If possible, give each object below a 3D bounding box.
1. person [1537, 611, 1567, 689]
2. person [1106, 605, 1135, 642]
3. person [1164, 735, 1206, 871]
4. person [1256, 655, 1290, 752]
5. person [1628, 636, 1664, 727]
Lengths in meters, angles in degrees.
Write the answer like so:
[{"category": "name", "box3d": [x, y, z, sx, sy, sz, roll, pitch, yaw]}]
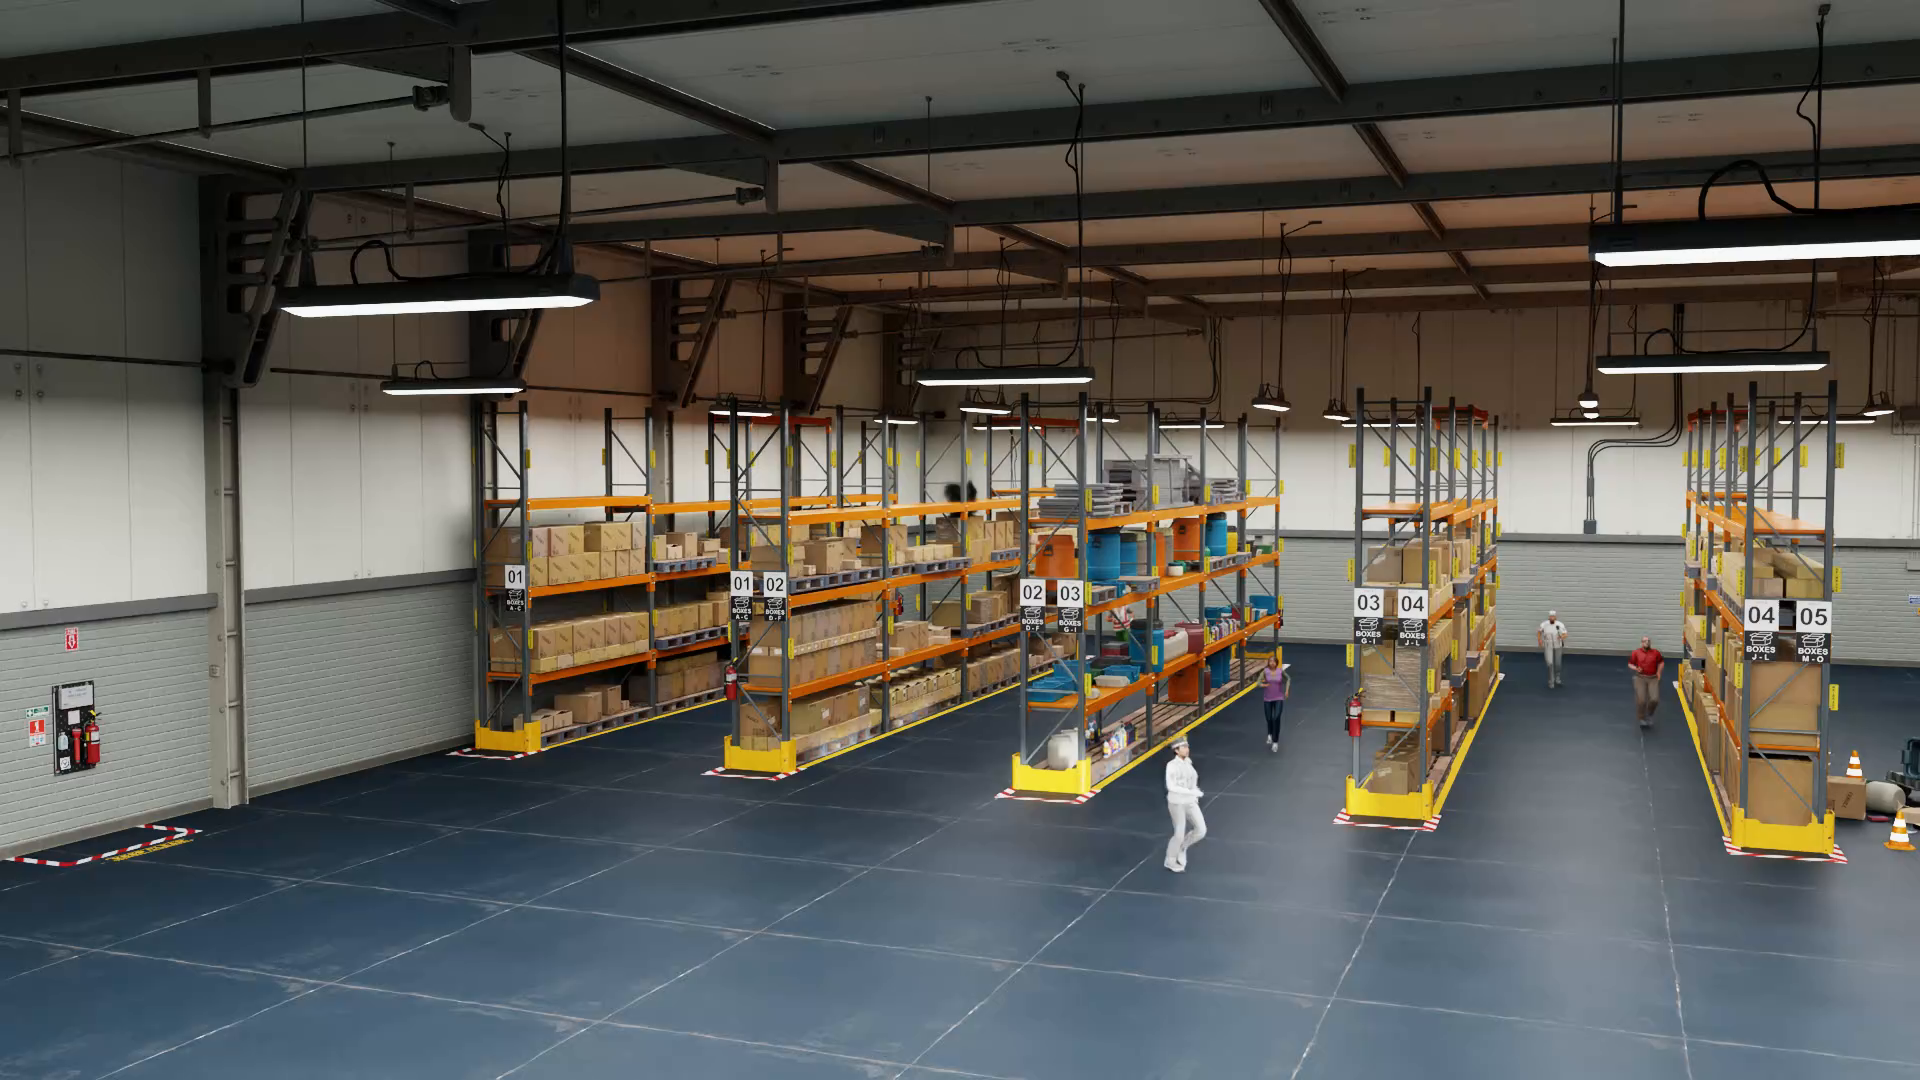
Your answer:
[{"category": "person", "box3d": [13.042, 2.406, 36.611, 0.609, 1.721, 0.757, 1, 3, 13]}, {"category": "person", "box3d": [3.838, 2.160, 39.956, 0.667, 1.764, 0.960, 1, 3, 14]}, {"category": "person", "box3d": [2.730, 3.184, 20.104, 0.595, 1.660, 0.584, -3, 4, -44]}, {"category": "person", "box3d": [5.401, 2.789, 28.712, 0.565, 1.631, 0.778, 1, 3, 14]}, {"category": "person", "box3d": [12.804, 2.646, 30.980, 0.648, 1.700, 0.613, 1, 3, 14]}]
